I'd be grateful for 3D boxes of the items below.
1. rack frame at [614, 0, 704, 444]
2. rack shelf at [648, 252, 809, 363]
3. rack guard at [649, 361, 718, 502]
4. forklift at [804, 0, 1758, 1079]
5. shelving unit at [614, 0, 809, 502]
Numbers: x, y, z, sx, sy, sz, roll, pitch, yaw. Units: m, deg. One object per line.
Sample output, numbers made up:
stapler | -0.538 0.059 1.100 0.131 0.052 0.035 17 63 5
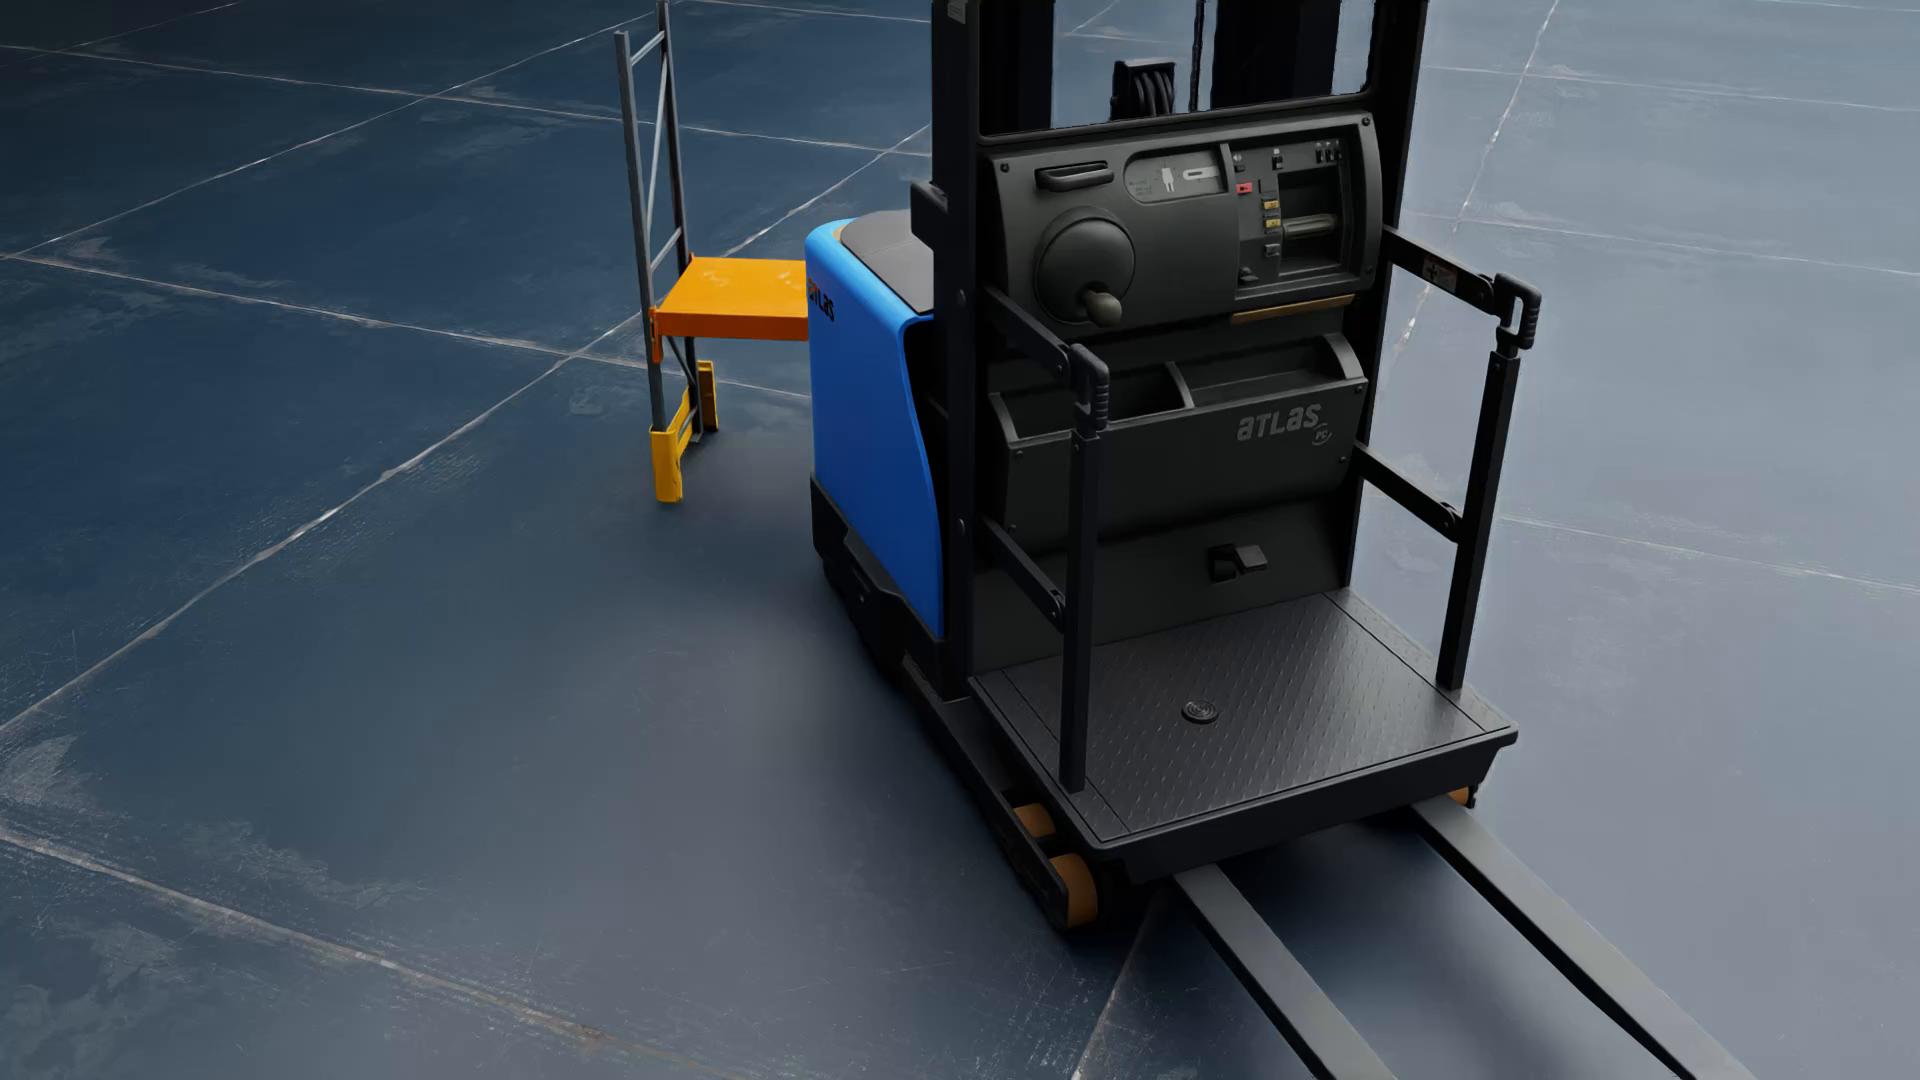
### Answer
rack frame | -0.955 -0.924 5.360 0.032 1.500 0.500 3 30 5
rack shelf | -0.449 -0.742 5.405 1.000 0.185 0.538 3 30 5
rack guard | -0.936 -0.379 5.666 0.087 0.250 0.587 3 30 5
forklift | 0.592 -0.648 3.418 1.130 2.935 3.031 -12 32 -20
shelving unit | -0.440 -0.898 5.315 1.083 1.500 0.587 3 30 5
